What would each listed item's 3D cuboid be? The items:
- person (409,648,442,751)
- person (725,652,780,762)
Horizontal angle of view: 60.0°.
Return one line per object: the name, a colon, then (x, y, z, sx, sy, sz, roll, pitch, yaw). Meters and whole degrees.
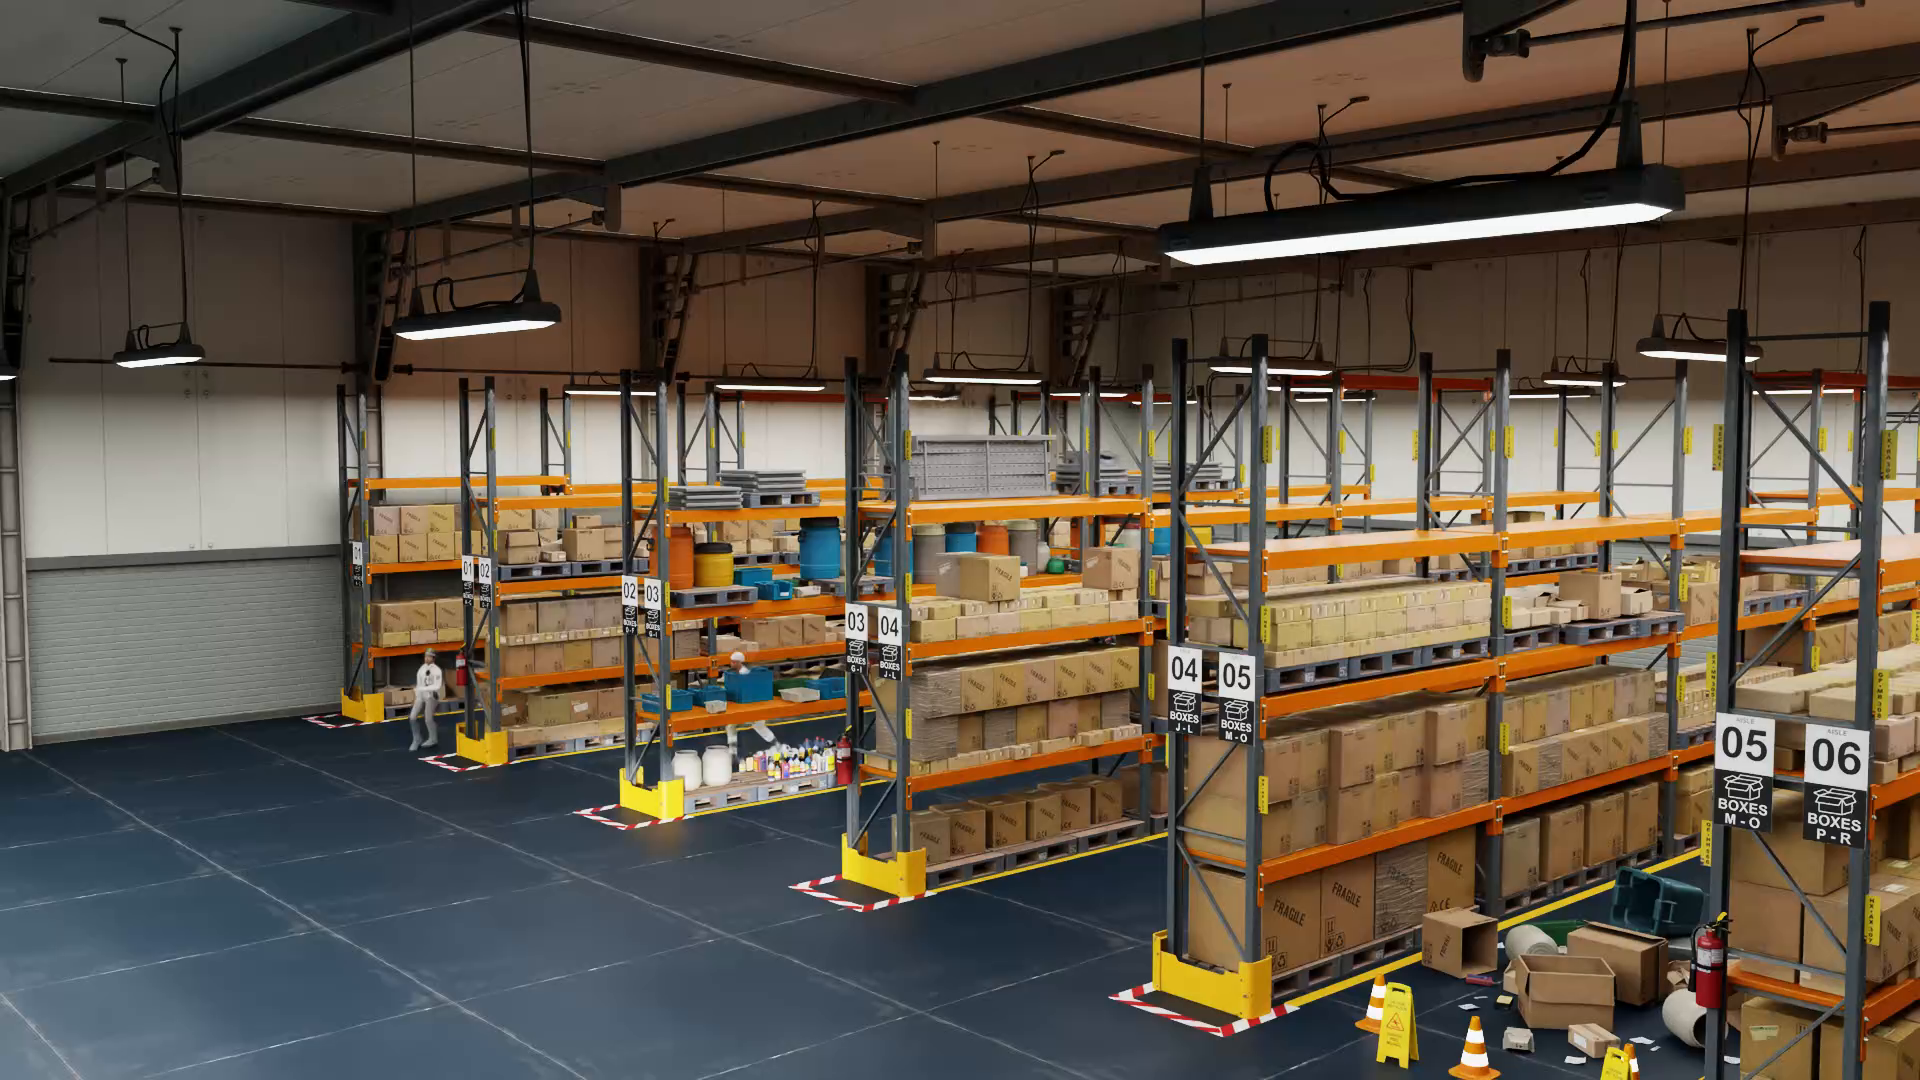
person: (-8.596, 2.582, 26.895, 0.592, 1.711, 0.613, 2, 4, 23)
person: (-3.215, 2.603, 25.752, 0.989, 1.793, 0.653, -3, 5, -38)
